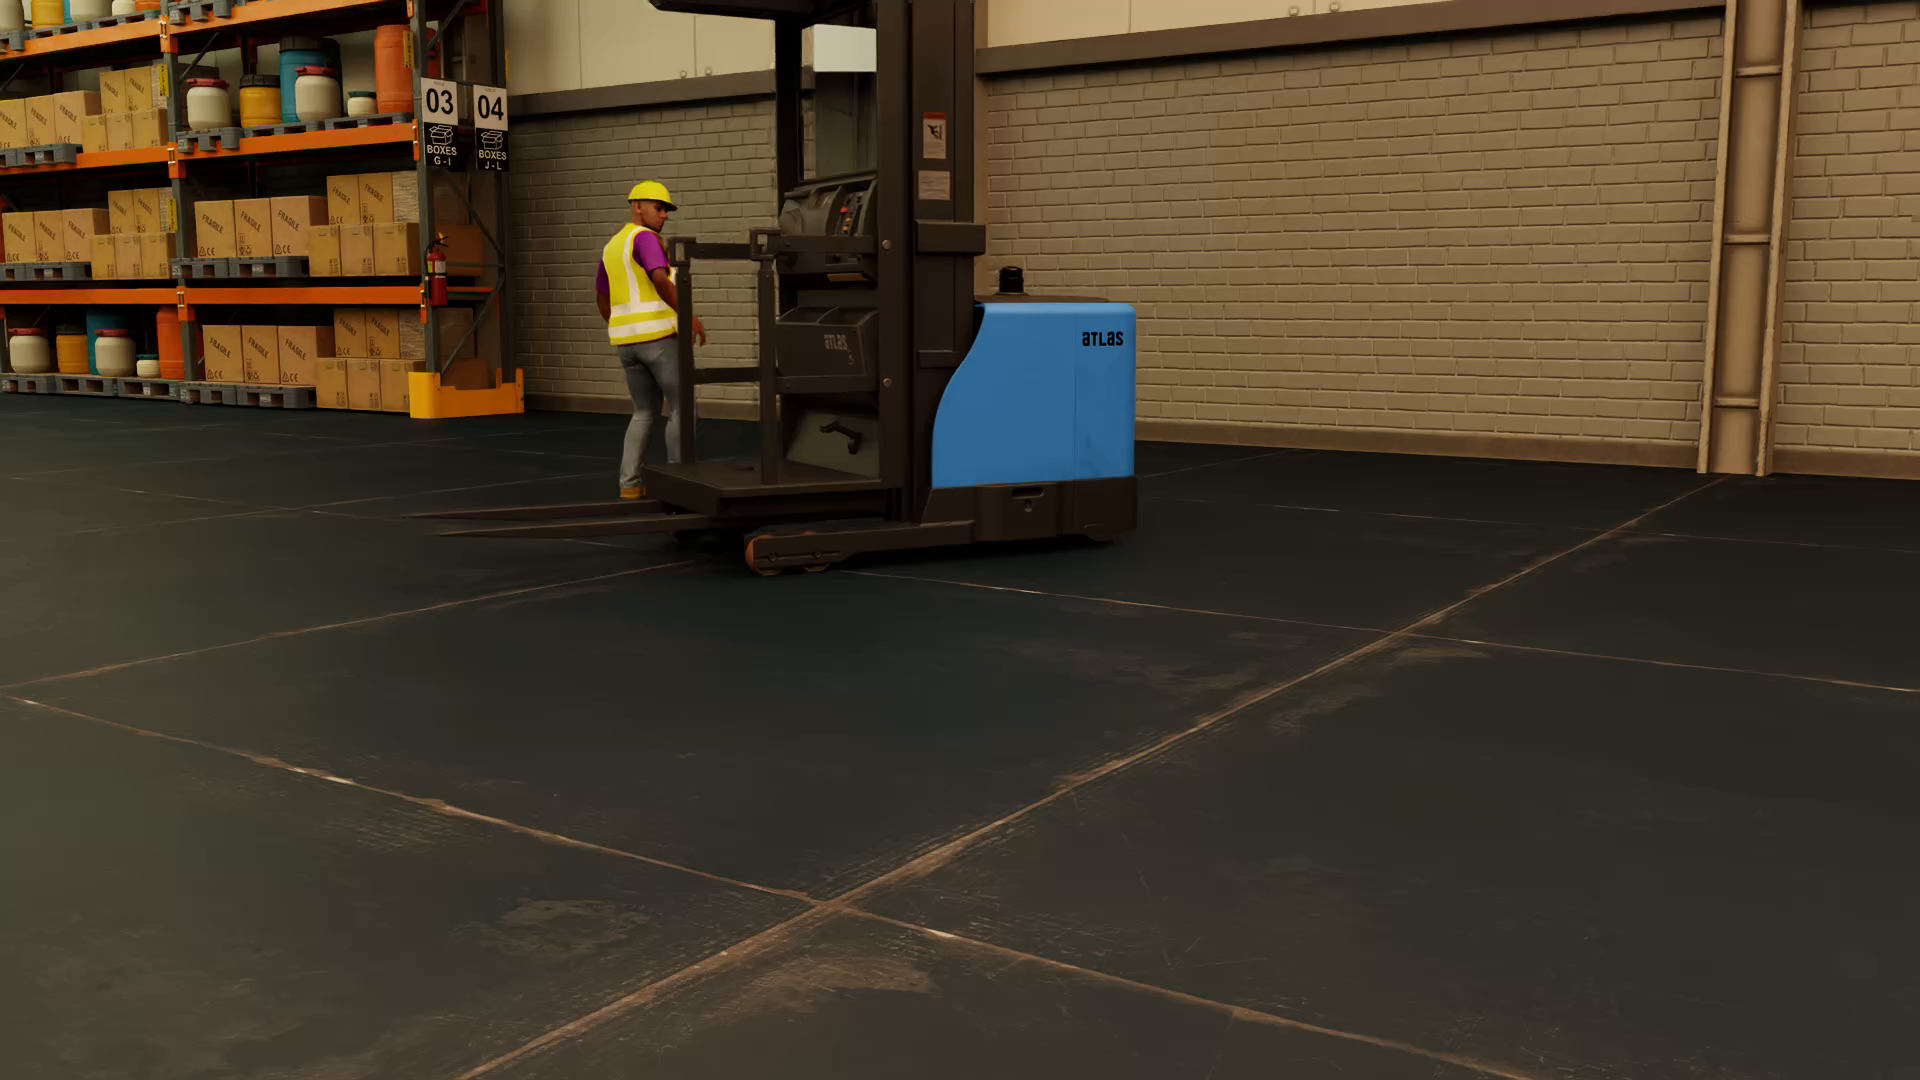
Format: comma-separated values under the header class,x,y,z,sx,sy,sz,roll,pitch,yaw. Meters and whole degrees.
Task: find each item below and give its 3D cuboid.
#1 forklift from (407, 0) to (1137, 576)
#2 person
class,x,y,z,sx,sy,sz,roll,pitch,yaw
forklift,-0.753,-1.393,6.986,3.031,2.935,1.130,-4,9,-28
person,-1.685,-1.097,9.170,0.777,1.734,0.511,7,11,42
